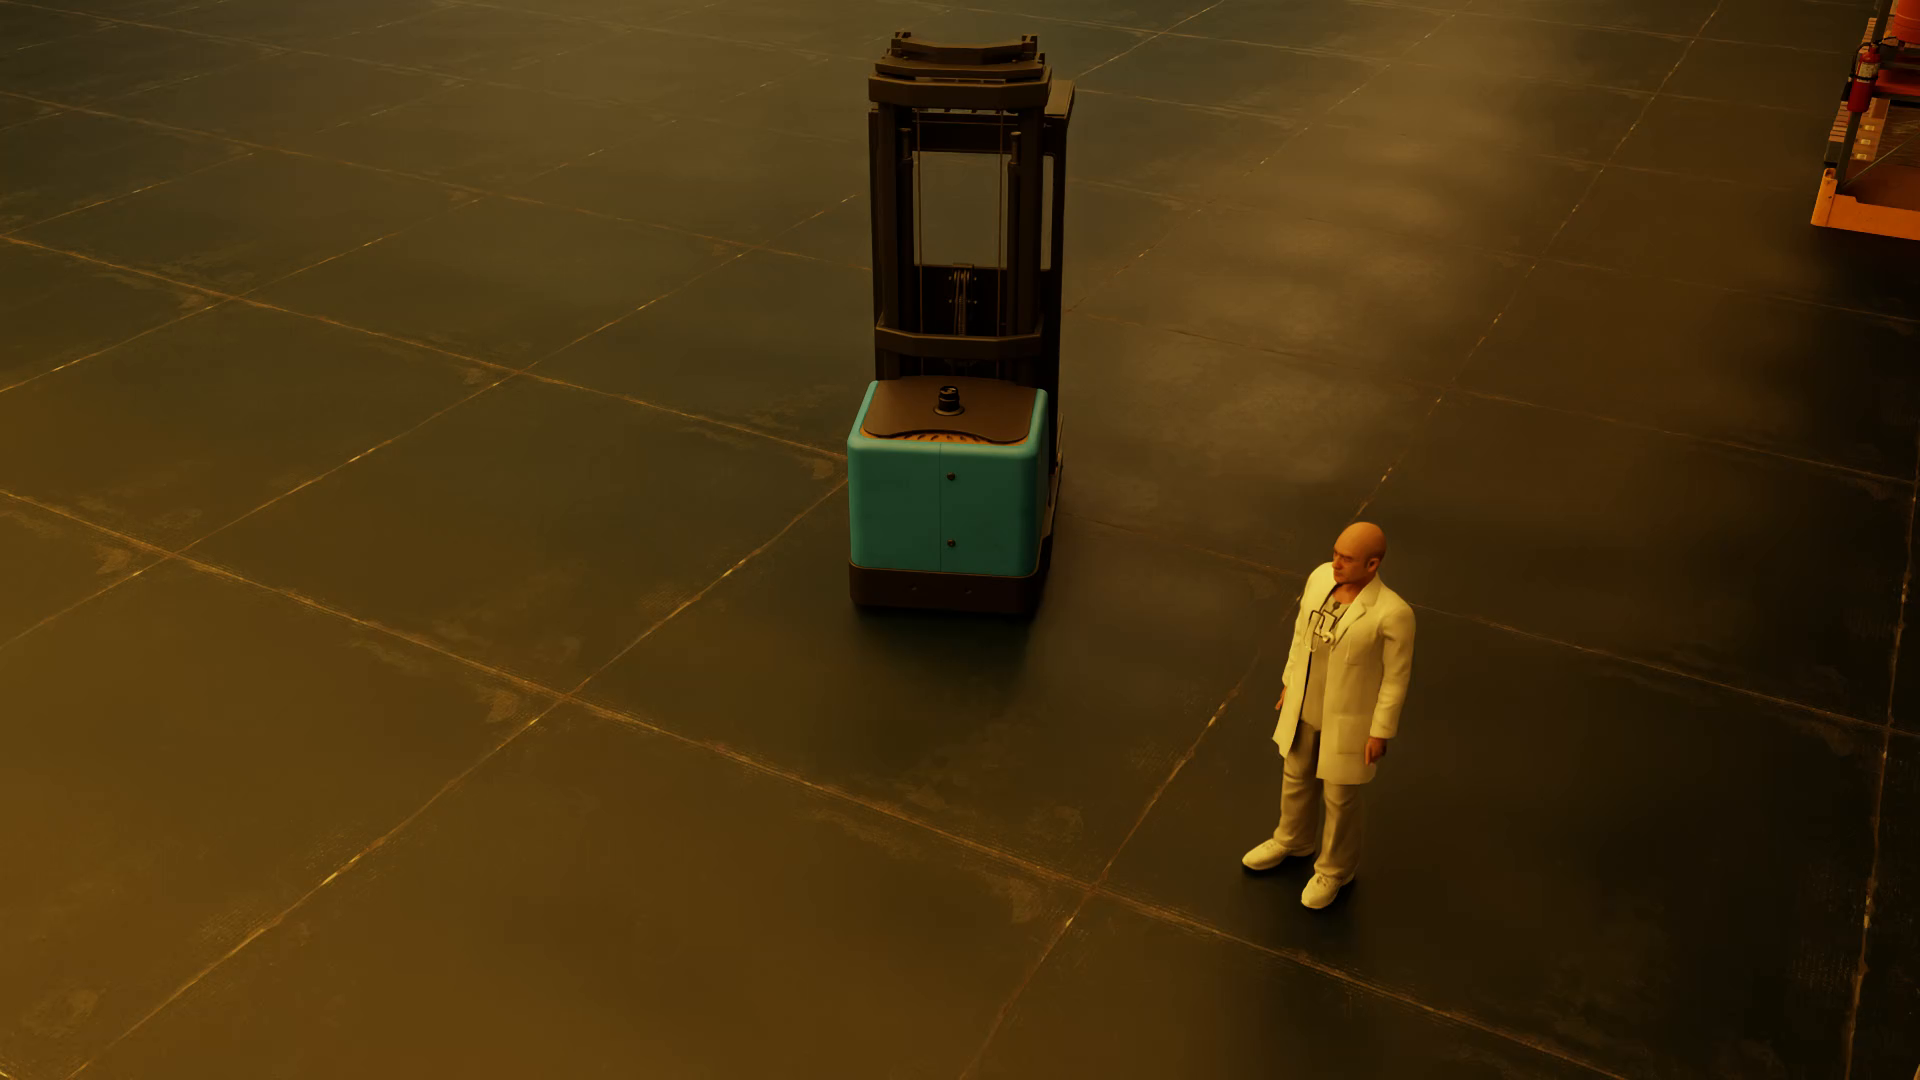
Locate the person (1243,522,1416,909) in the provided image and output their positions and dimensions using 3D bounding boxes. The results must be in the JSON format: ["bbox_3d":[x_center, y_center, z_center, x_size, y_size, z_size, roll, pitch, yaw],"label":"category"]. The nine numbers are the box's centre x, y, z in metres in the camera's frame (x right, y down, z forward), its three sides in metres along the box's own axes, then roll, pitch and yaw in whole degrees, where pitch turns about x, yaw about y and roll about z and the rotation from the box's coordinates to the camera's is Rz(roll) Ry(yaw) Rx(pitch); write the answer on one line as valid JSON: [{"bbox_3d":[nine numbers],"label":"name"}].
[{"bbox_3d":[1.545,0.727,6.960,0.387,1.783,0.580,-21,36,-32],"label":"person"}]

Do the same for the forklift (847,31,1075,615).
[{"bbox_3d":[0.072,-1.572,9.794,1.130,2.935,3.031,3,30,6],"label":"forklift"}]
